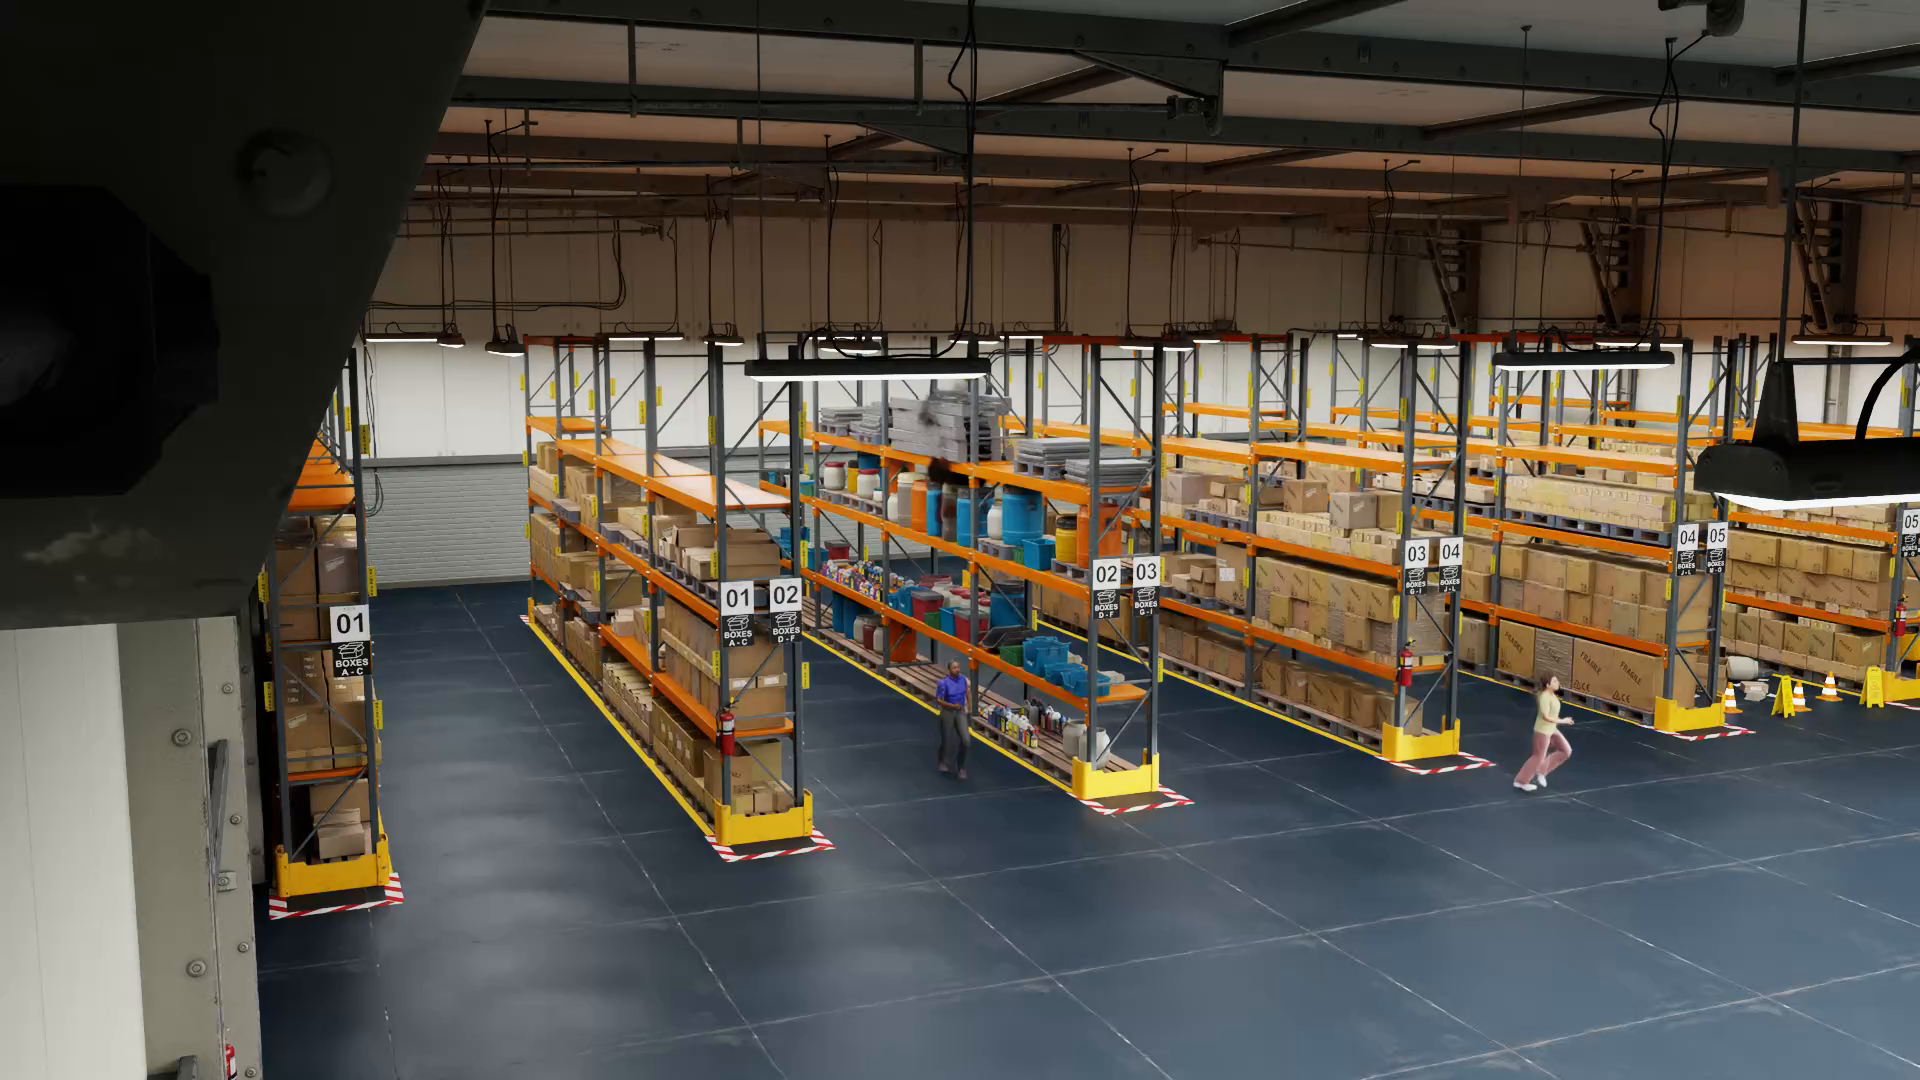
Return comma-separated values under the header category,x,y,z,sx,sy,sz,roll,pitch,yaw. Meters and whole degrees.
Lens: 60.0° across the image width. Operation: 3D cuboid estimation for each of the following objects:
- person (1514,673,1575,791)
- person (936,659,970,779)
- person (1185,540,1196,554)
category,x,y,z,sx,sy,sz,roll,pitch,yaw
person,7.847,2.562,22.258,0.755,1.622,0.592,5,9,33
person,-0.071,2.483,22.995,0.589,1.717,0.720,-4,8,-26
person,5.799,-0.077,41.703,0.661,1.783,0.676,-4,9,-28
